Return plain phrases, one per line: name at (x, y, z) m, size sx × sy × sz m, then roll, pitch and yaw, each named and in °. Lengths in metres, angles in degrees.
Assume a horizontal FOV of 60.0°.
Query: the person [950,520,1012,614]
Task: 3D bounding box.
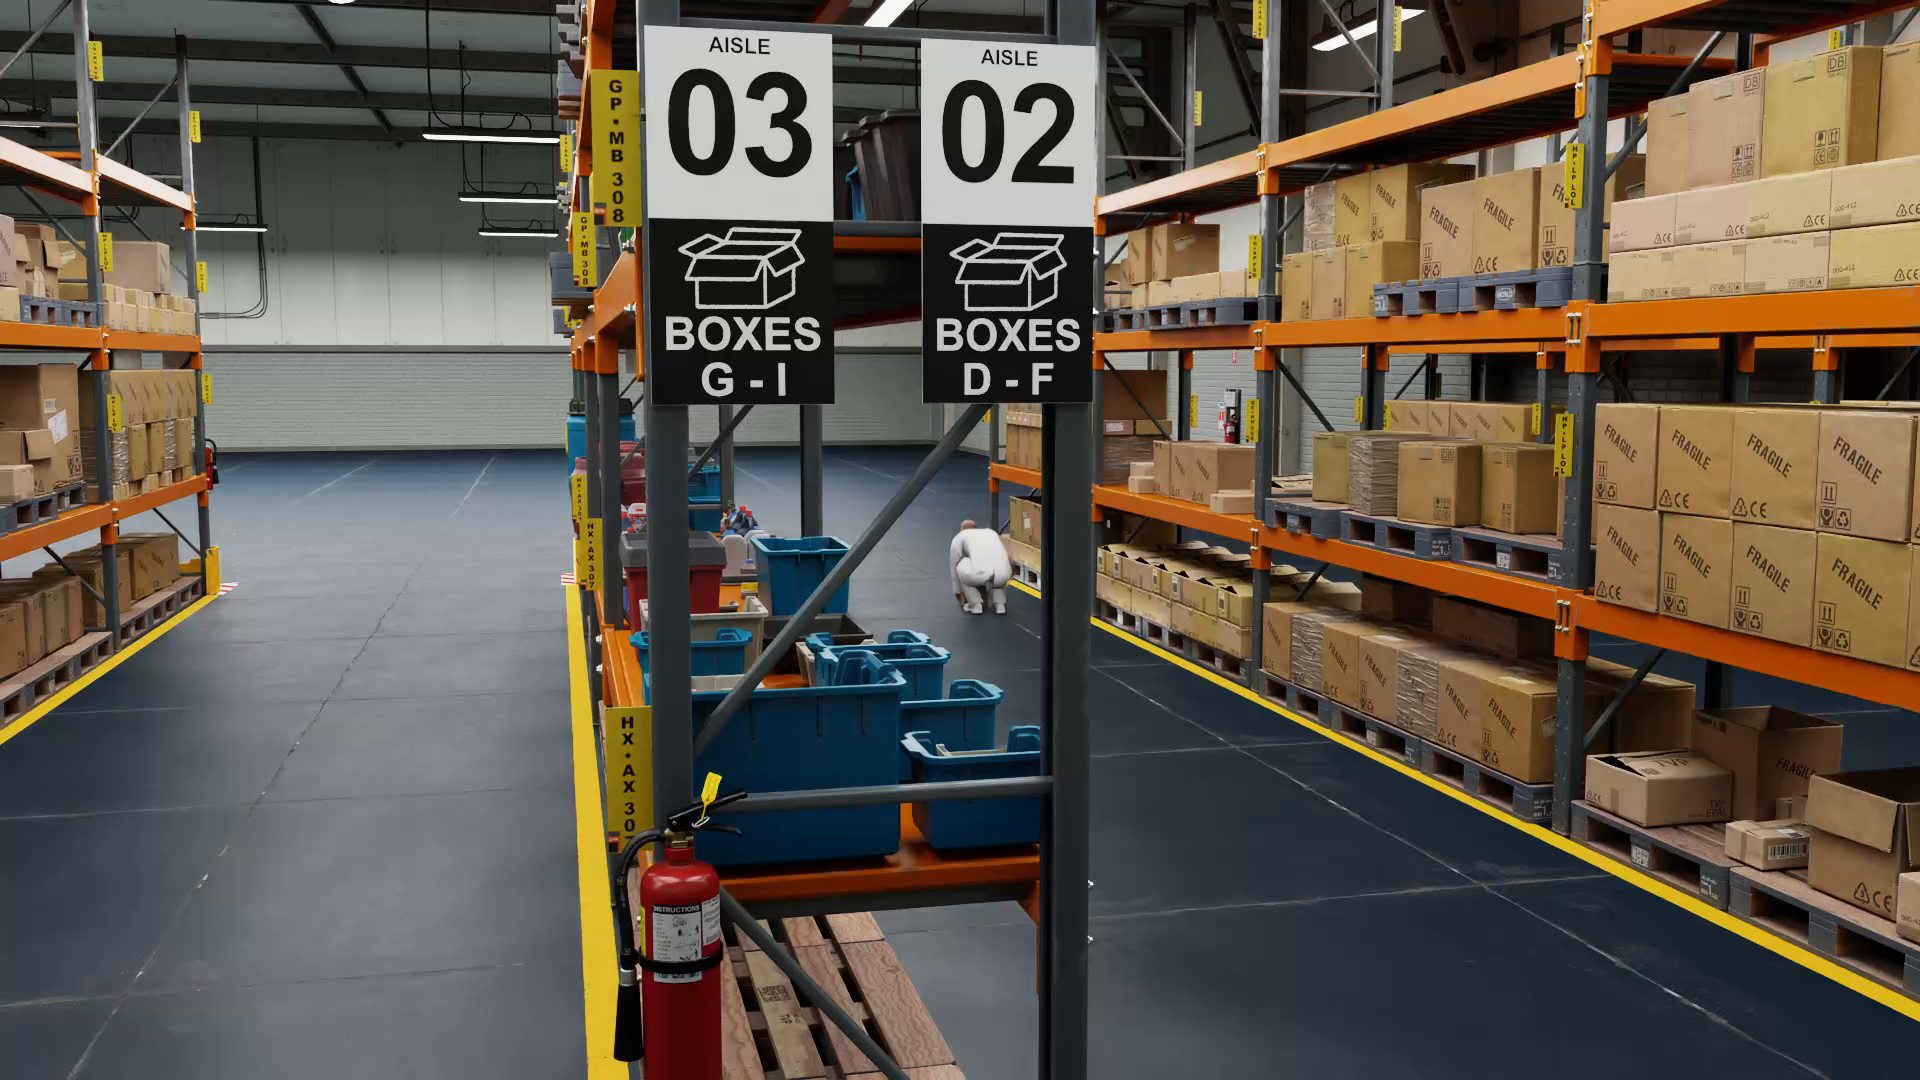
person at (0.215, 0.273, 16.980) m, size 0.606 × 0.906 × 0.907 m, roll -1°, pitch 6°, yaw -13°
